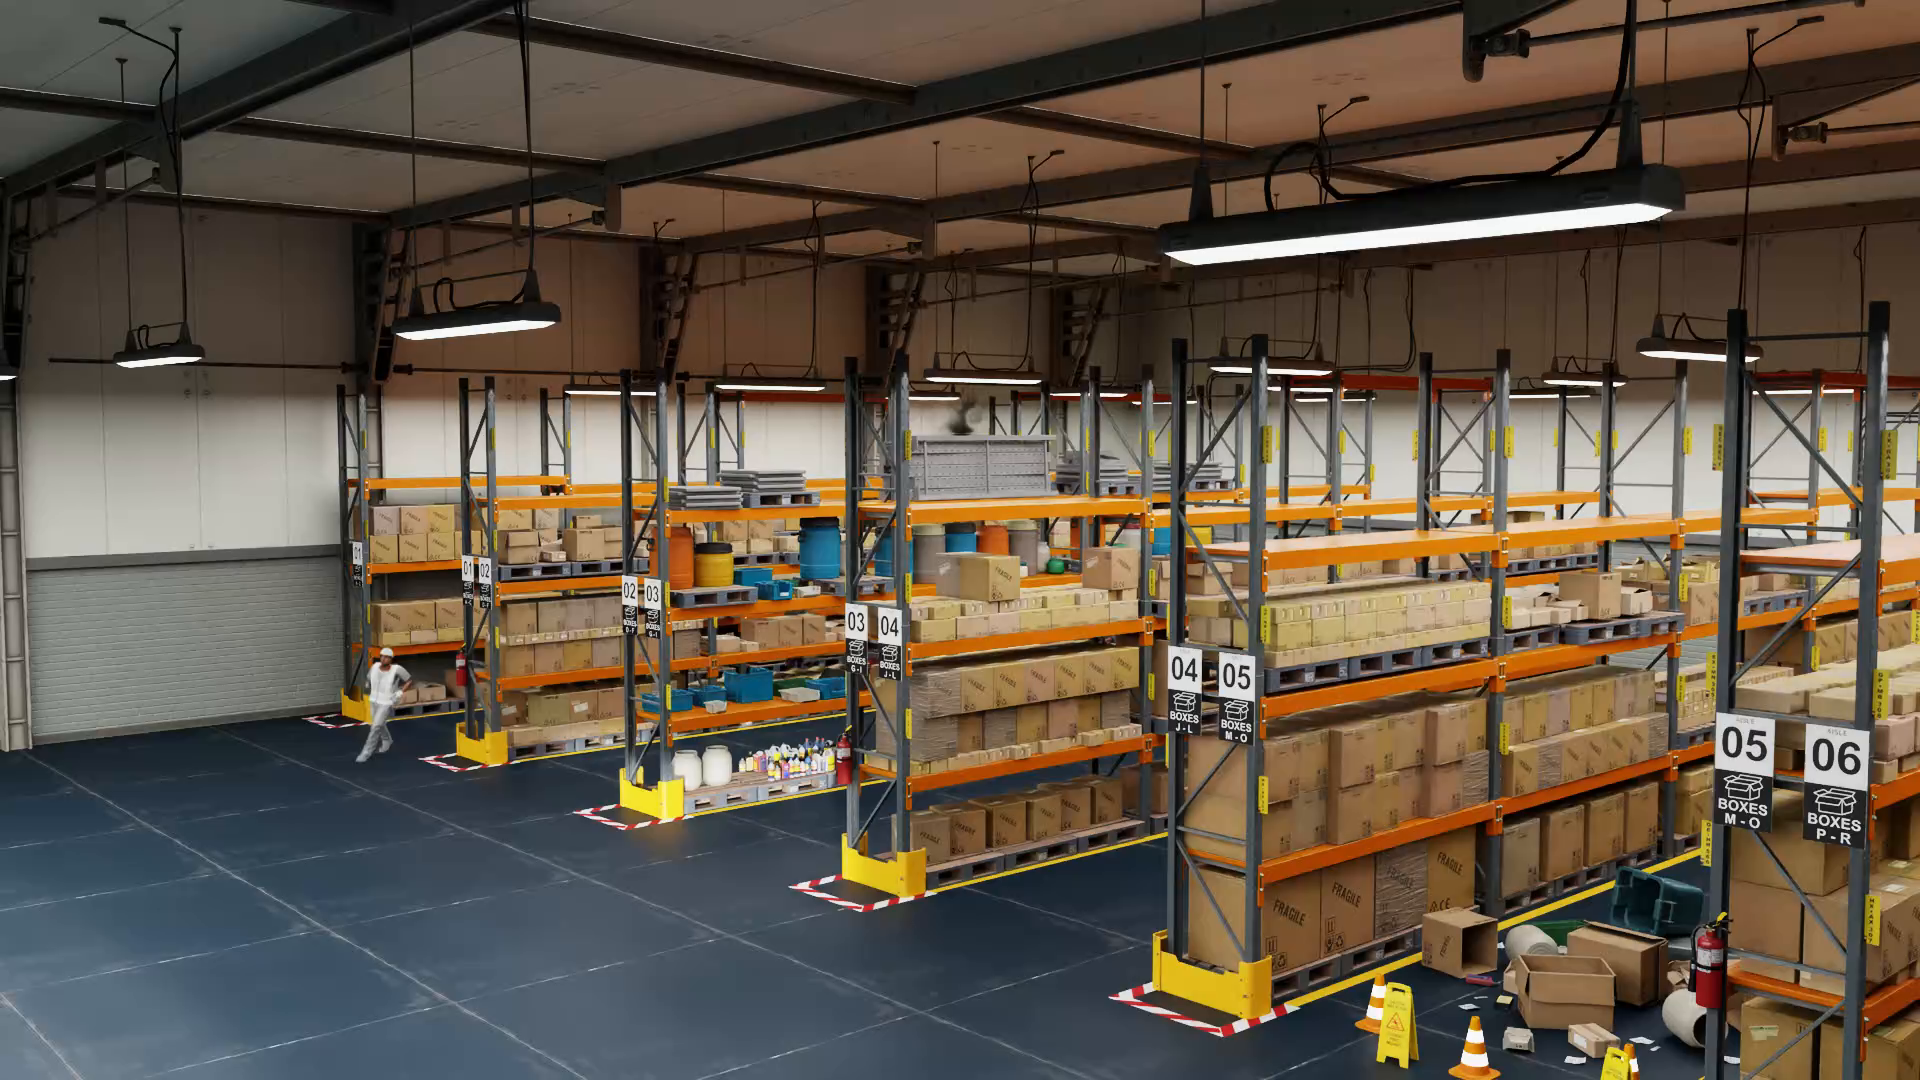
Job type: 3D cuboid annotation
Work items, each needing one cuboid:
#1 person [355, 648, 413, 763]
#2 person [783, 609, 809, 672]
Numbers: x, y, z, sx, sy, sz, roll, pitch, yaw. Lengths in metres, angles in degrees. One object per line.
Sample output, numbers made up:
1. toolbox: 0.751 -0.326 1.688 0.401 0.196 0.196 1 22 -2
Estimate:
1. person: -9.028 2.564 26.131 0.688 1.769 0.915 1 4 19
2. person: -3.283 1.871 32.972 0.661 1.705 0.733 3 5 36
